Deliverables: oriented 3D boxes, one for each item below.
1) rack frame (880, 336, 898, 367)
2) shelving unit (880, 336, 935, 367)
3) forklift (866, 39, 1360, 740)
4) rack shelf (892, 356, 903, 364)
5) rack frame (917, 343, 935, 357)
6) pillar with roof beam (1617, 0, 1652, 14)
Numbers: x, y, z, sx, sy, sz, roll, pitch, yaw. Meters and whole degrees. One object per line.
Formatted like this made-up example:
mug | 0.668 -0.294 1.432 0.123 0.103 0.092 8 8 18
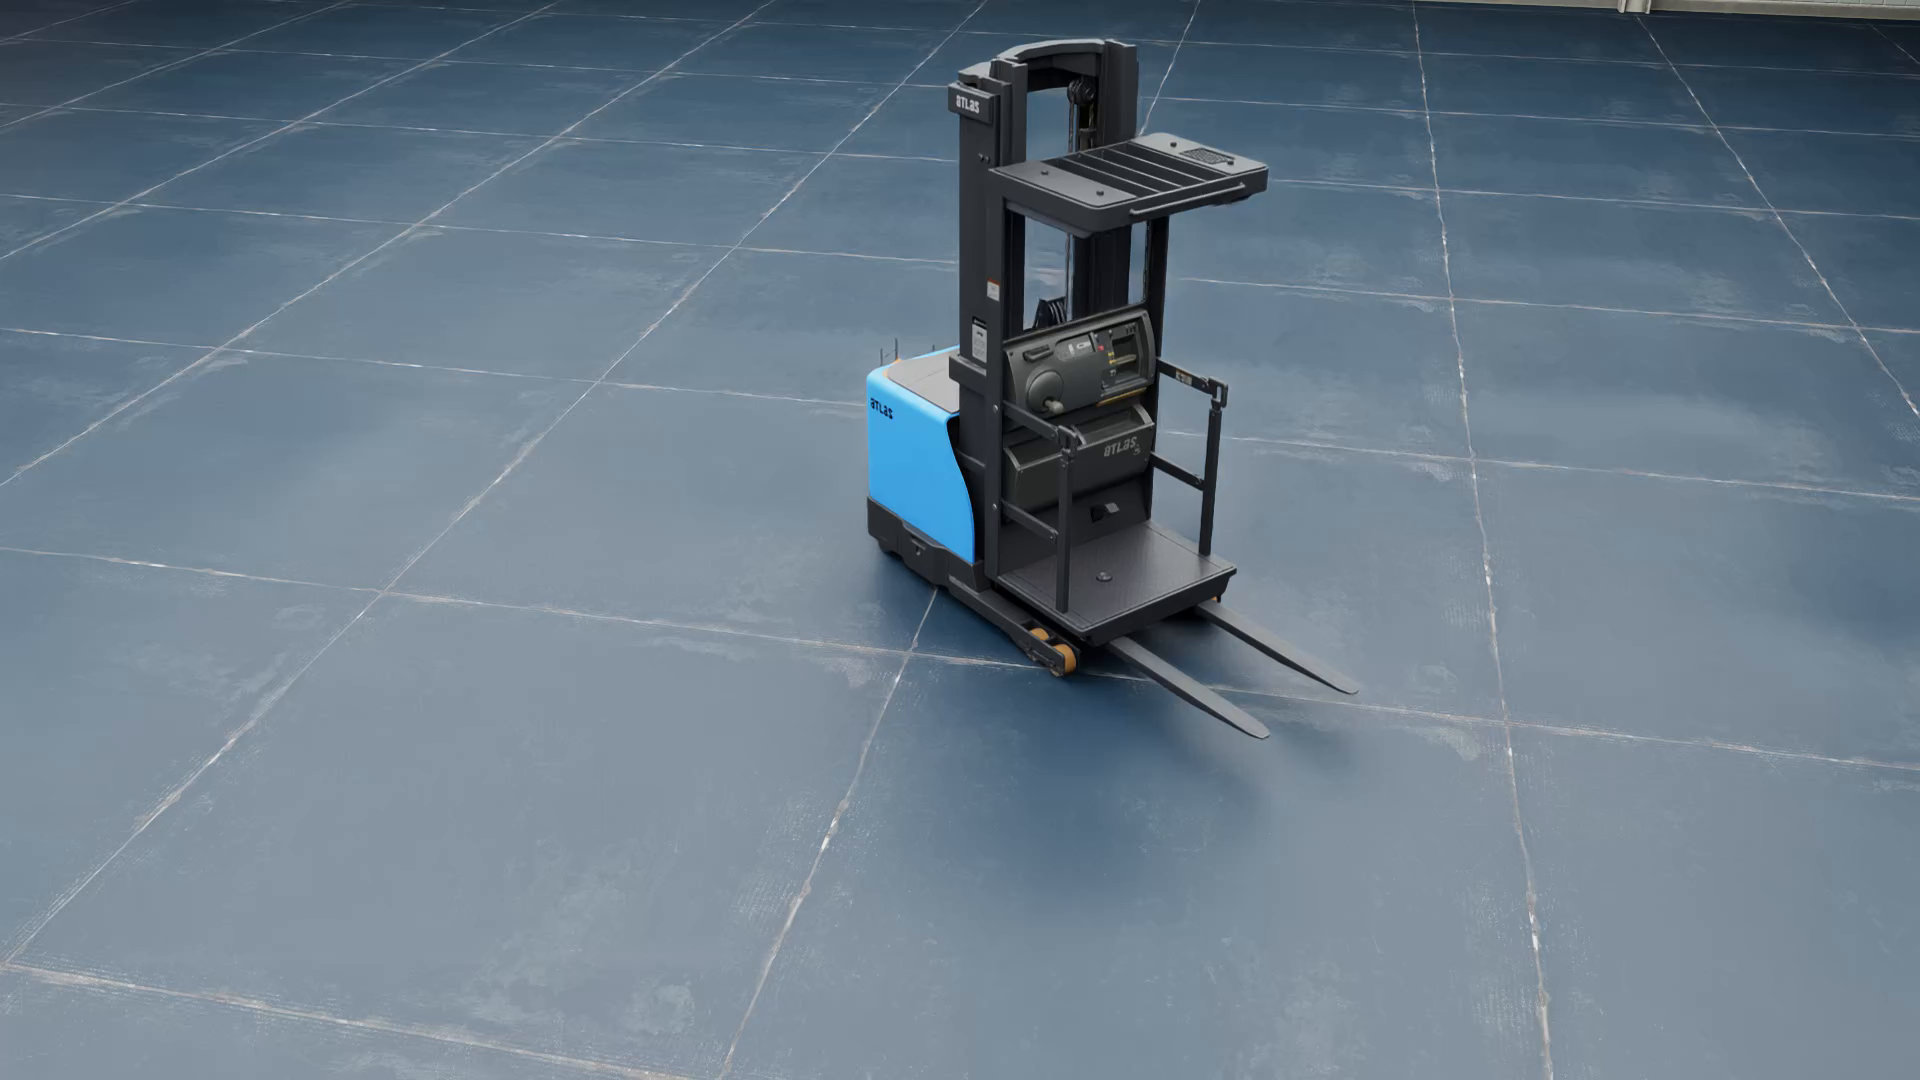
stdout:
rack frame | -0.413 -0.689 9.915 0.008 1.050 0.200 14 31 23
shelving unit | -0.304 -0.662 9.867 0.252 1.050 0.215 14 31 23
forklift | 0.747 -0.856 8.262 1.130 2.935 3.031 -20 34 -32
rack shelf | -0.304 -0.902 9.736 0.240 0.259 0.215 14 31 23
rack frame | -0.195 -0.636 9.819 0.008 1.050 0.200 14 31 23
pillar with roof beam | 8.529 -9.336 17.433 0.400 9.000 9.100 6 29 11
